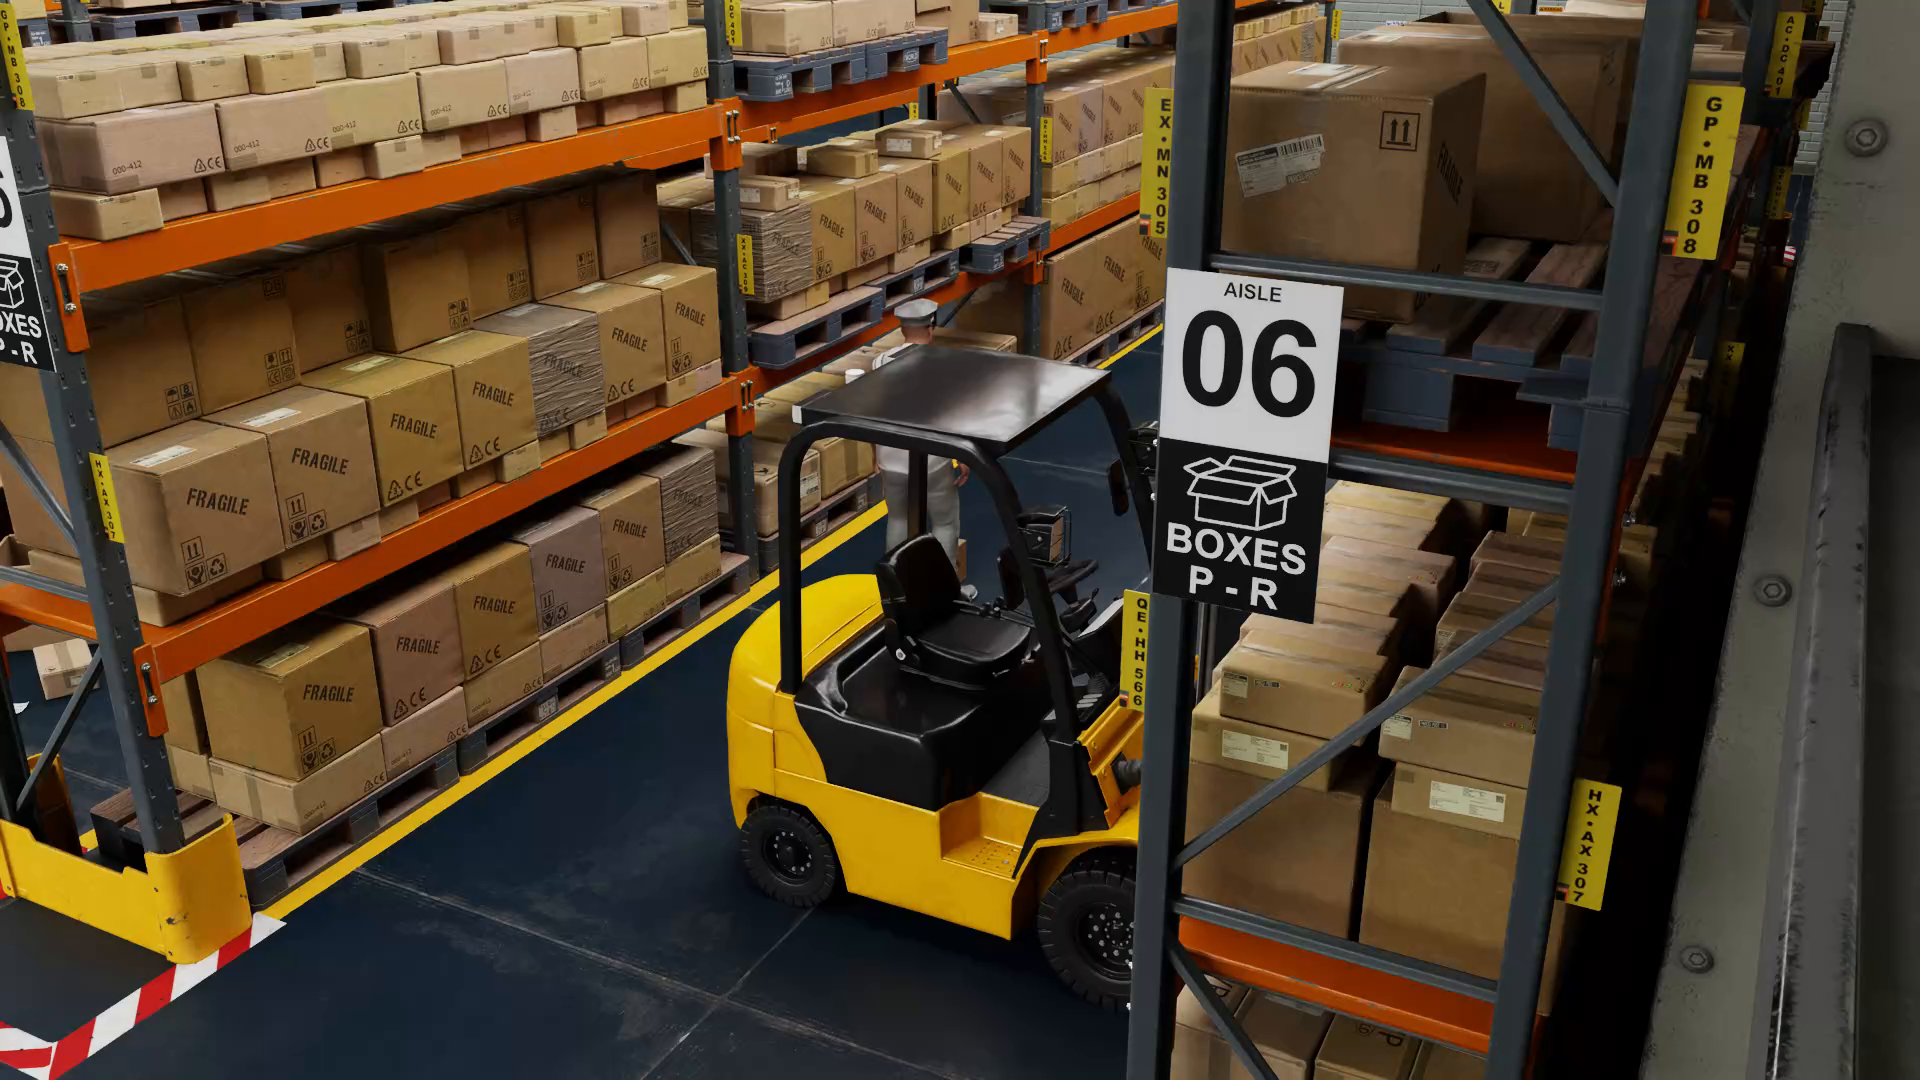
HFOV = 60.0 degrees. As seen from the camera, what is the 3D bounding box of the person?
[{"bbox_3d":[-0.238,-0.460,9.369,0.608,1.750,0.433,9,24,21],"label":"person"}]
